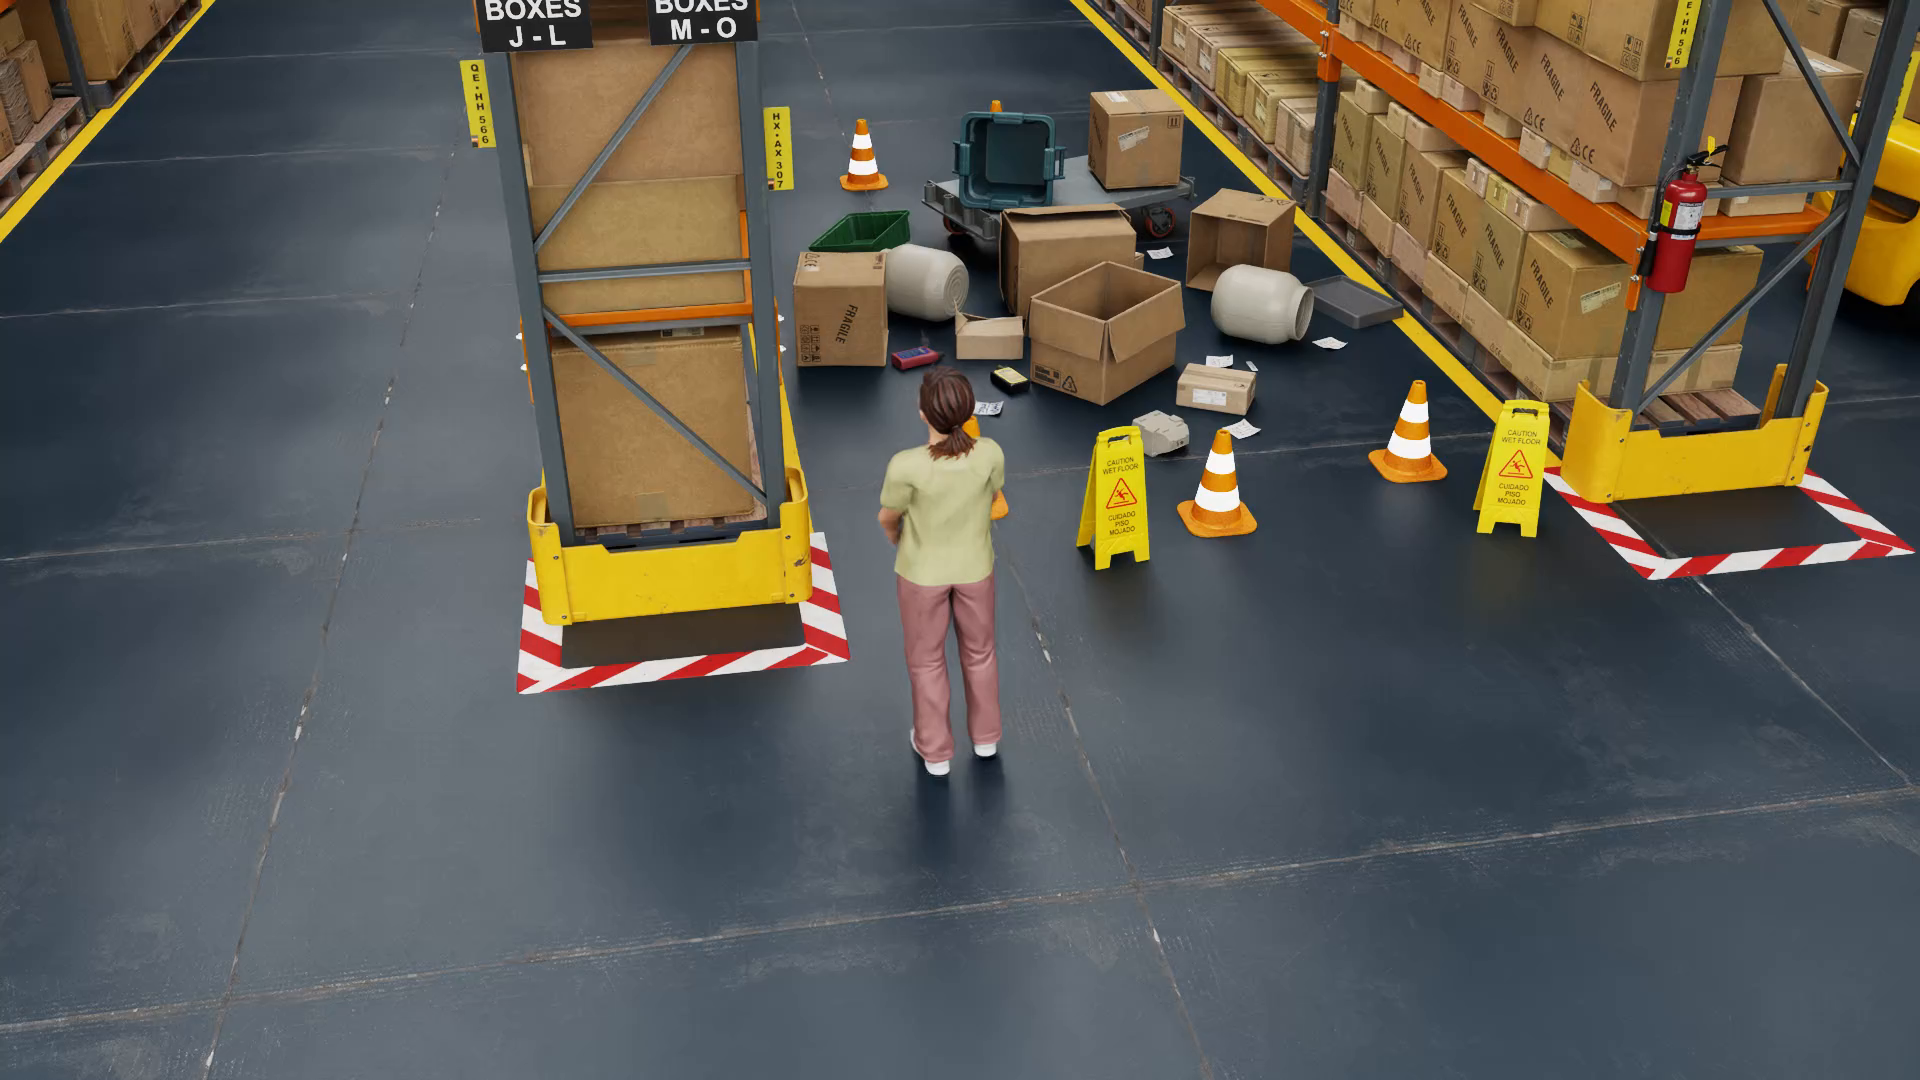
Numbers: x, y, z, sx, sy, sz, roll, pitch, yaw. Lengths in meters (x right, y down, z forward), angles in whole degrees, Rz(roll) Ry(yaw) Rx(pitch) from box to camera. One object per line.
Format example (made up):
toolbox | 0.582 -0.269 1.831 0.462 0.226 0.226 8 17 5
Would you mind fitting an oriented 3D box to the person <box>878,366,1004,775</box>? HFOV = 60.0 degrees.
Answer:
person | -0.064 0.124 5.986 0.475 1.611 0.502 -8 32 -13
